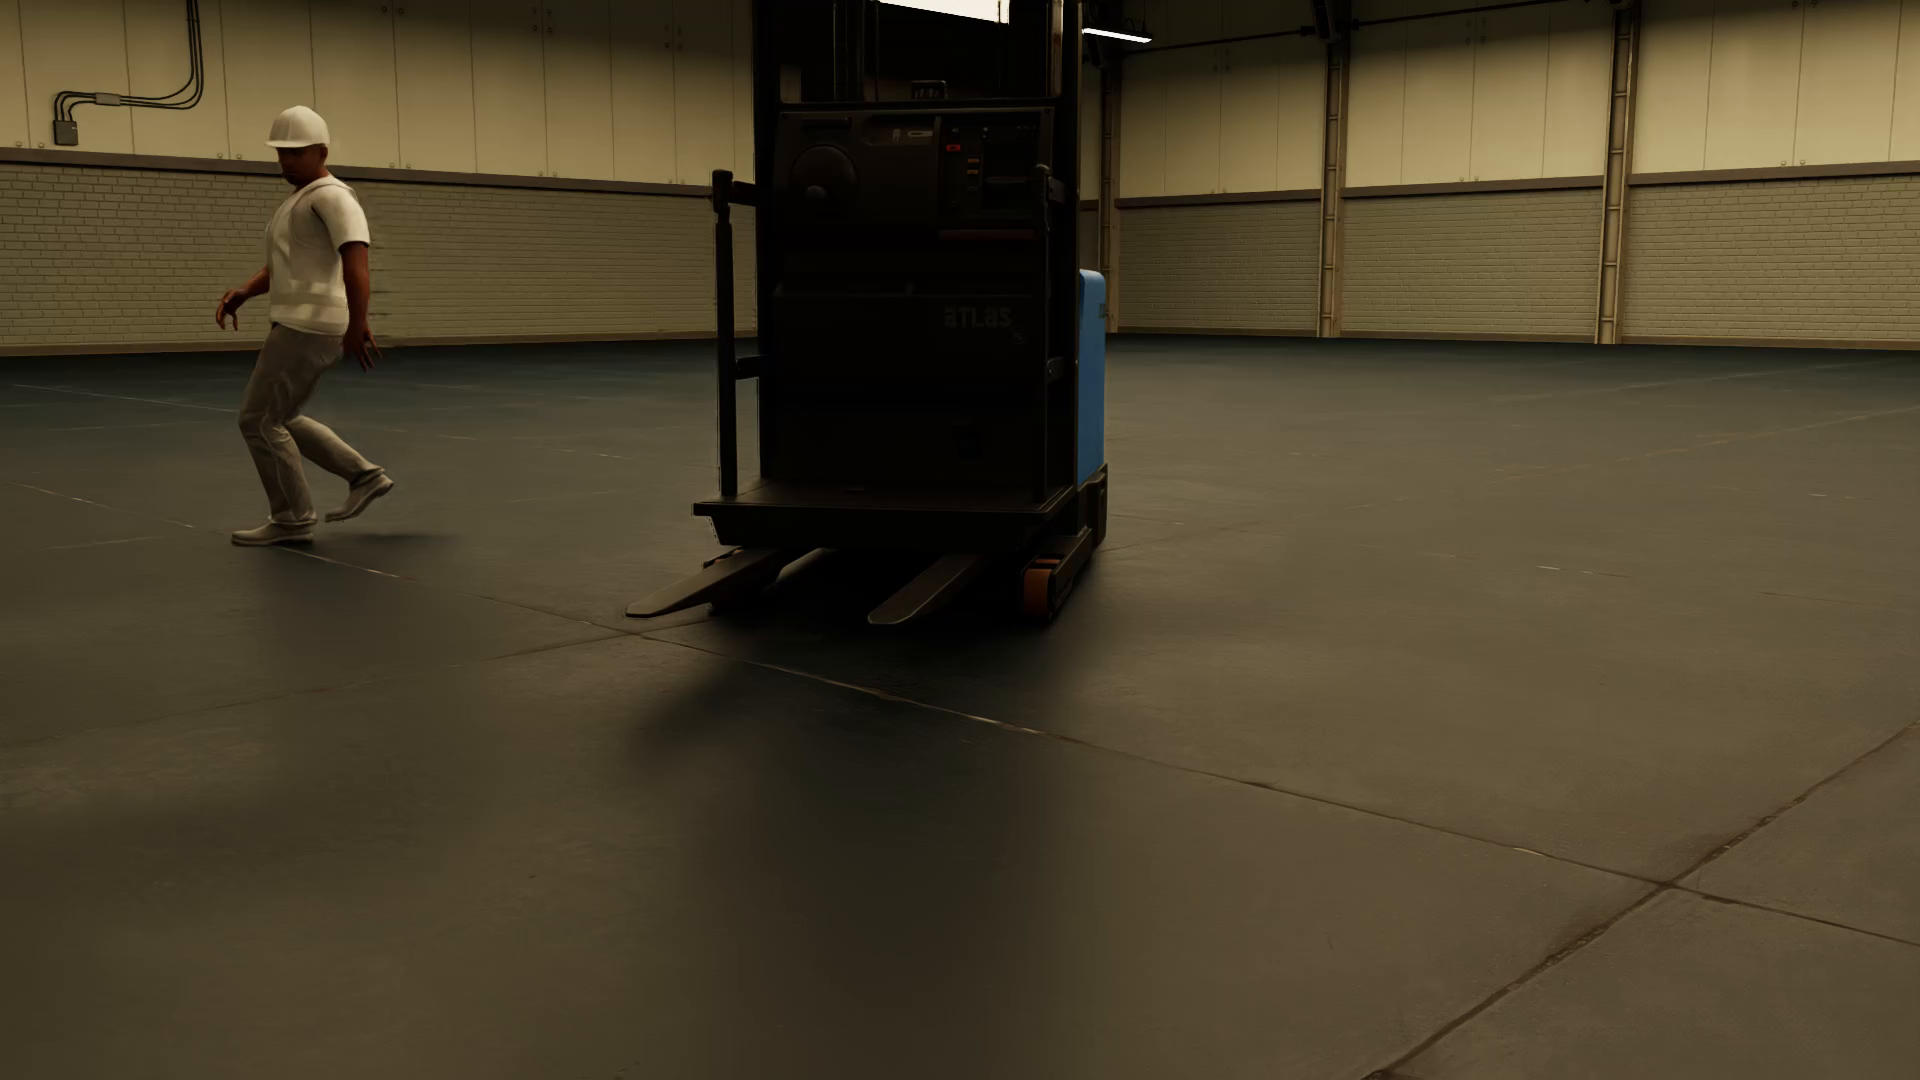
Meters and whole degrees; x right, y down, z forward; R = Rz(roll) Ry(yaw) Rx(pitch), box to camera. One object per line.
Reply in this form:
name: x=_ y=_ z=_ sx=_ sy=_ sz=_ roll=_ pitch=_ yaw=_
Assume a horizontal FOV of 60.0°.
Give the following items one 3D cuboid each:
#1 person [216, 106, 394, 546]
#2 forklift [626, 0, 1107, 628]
person: x=-2.604 y=-0.838 z=6.567 sx=0.626 sy=1.709 sz=0.729 roll=-2 pitch=9 yaw=-16
forklift: x=-0.193 y=-1.260 z=5.244 sx=1.130 sy=2.935 sz=3.031 roll=2 pitch=9 yaw=11
